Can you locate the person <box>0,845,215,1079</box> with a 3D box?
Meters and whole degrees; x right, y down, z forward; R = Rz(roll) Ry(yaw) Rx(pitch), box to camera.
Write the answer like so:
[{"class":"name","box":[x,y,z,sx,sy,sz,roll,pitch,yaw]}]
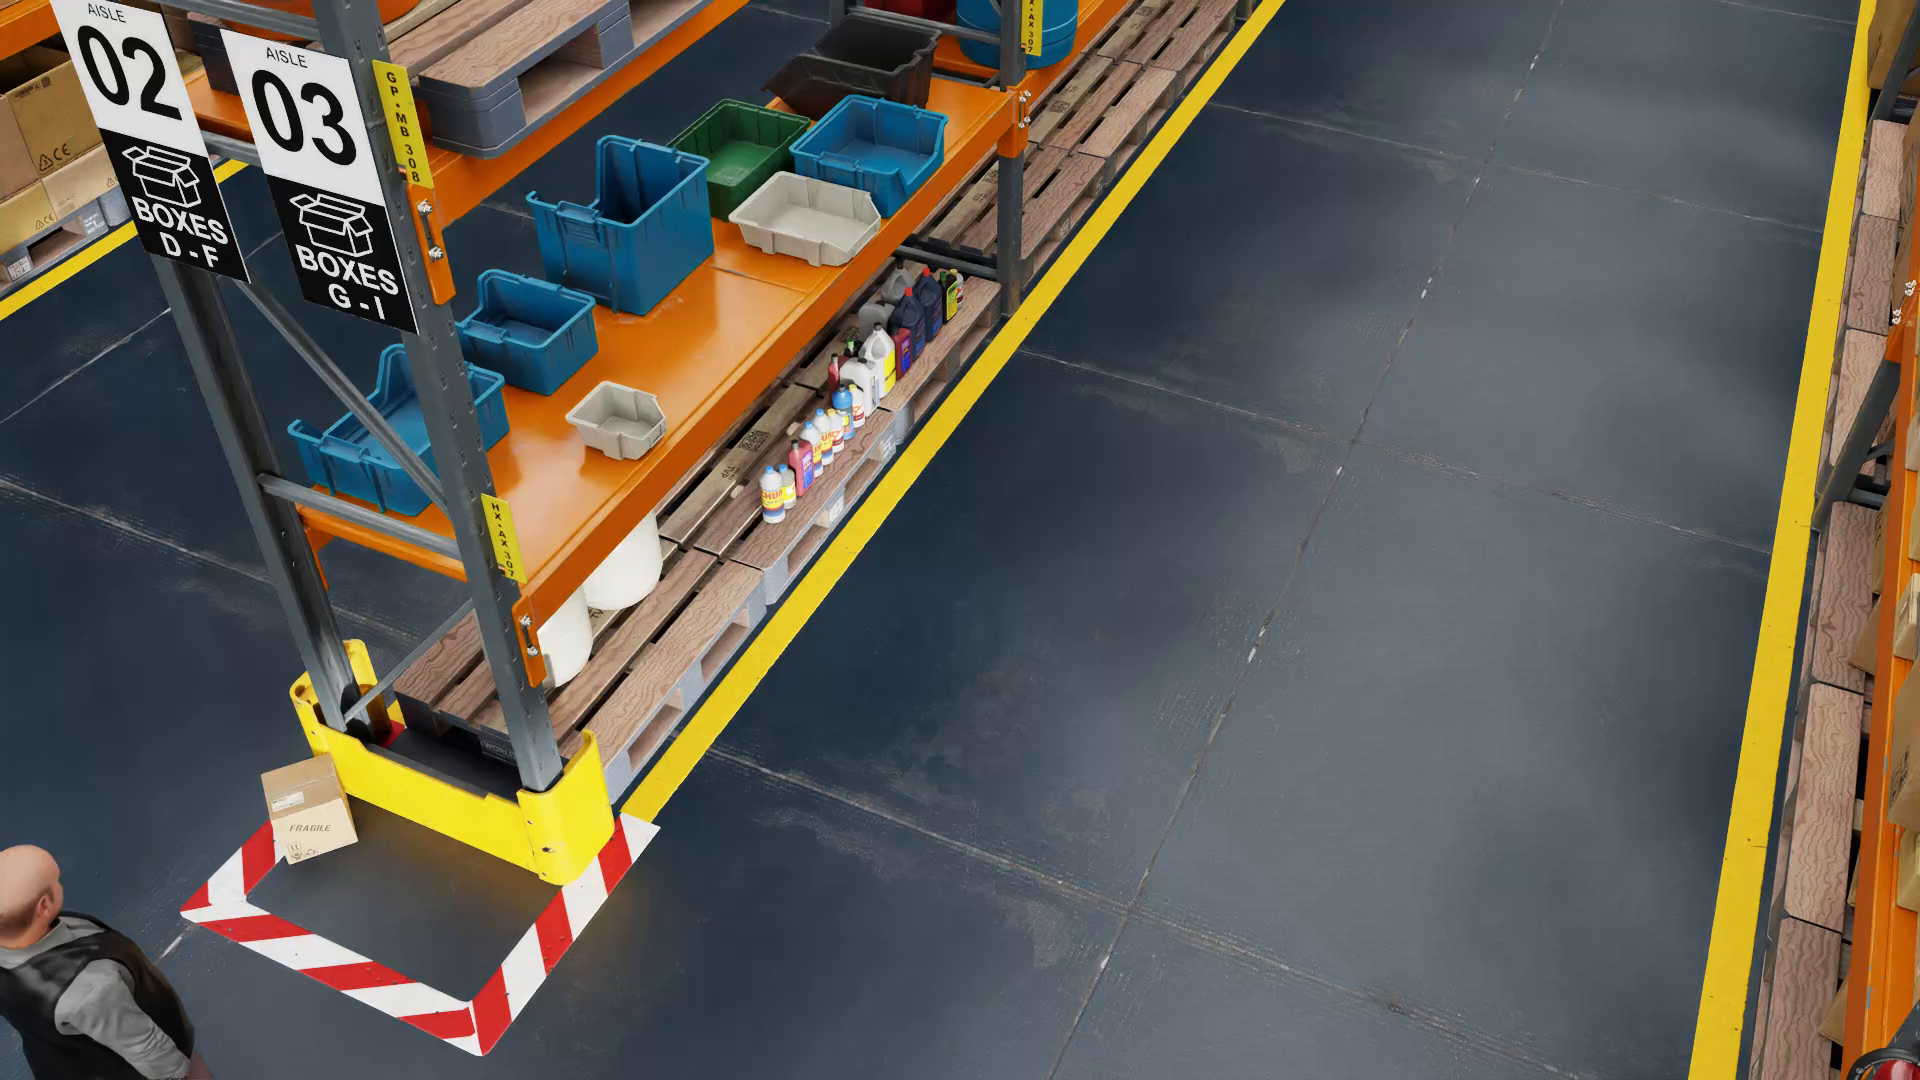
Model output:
[{"class":"person","box":[-2.325,1.425,4.590,0.534,1.714,0.355,18,45,19]}]
